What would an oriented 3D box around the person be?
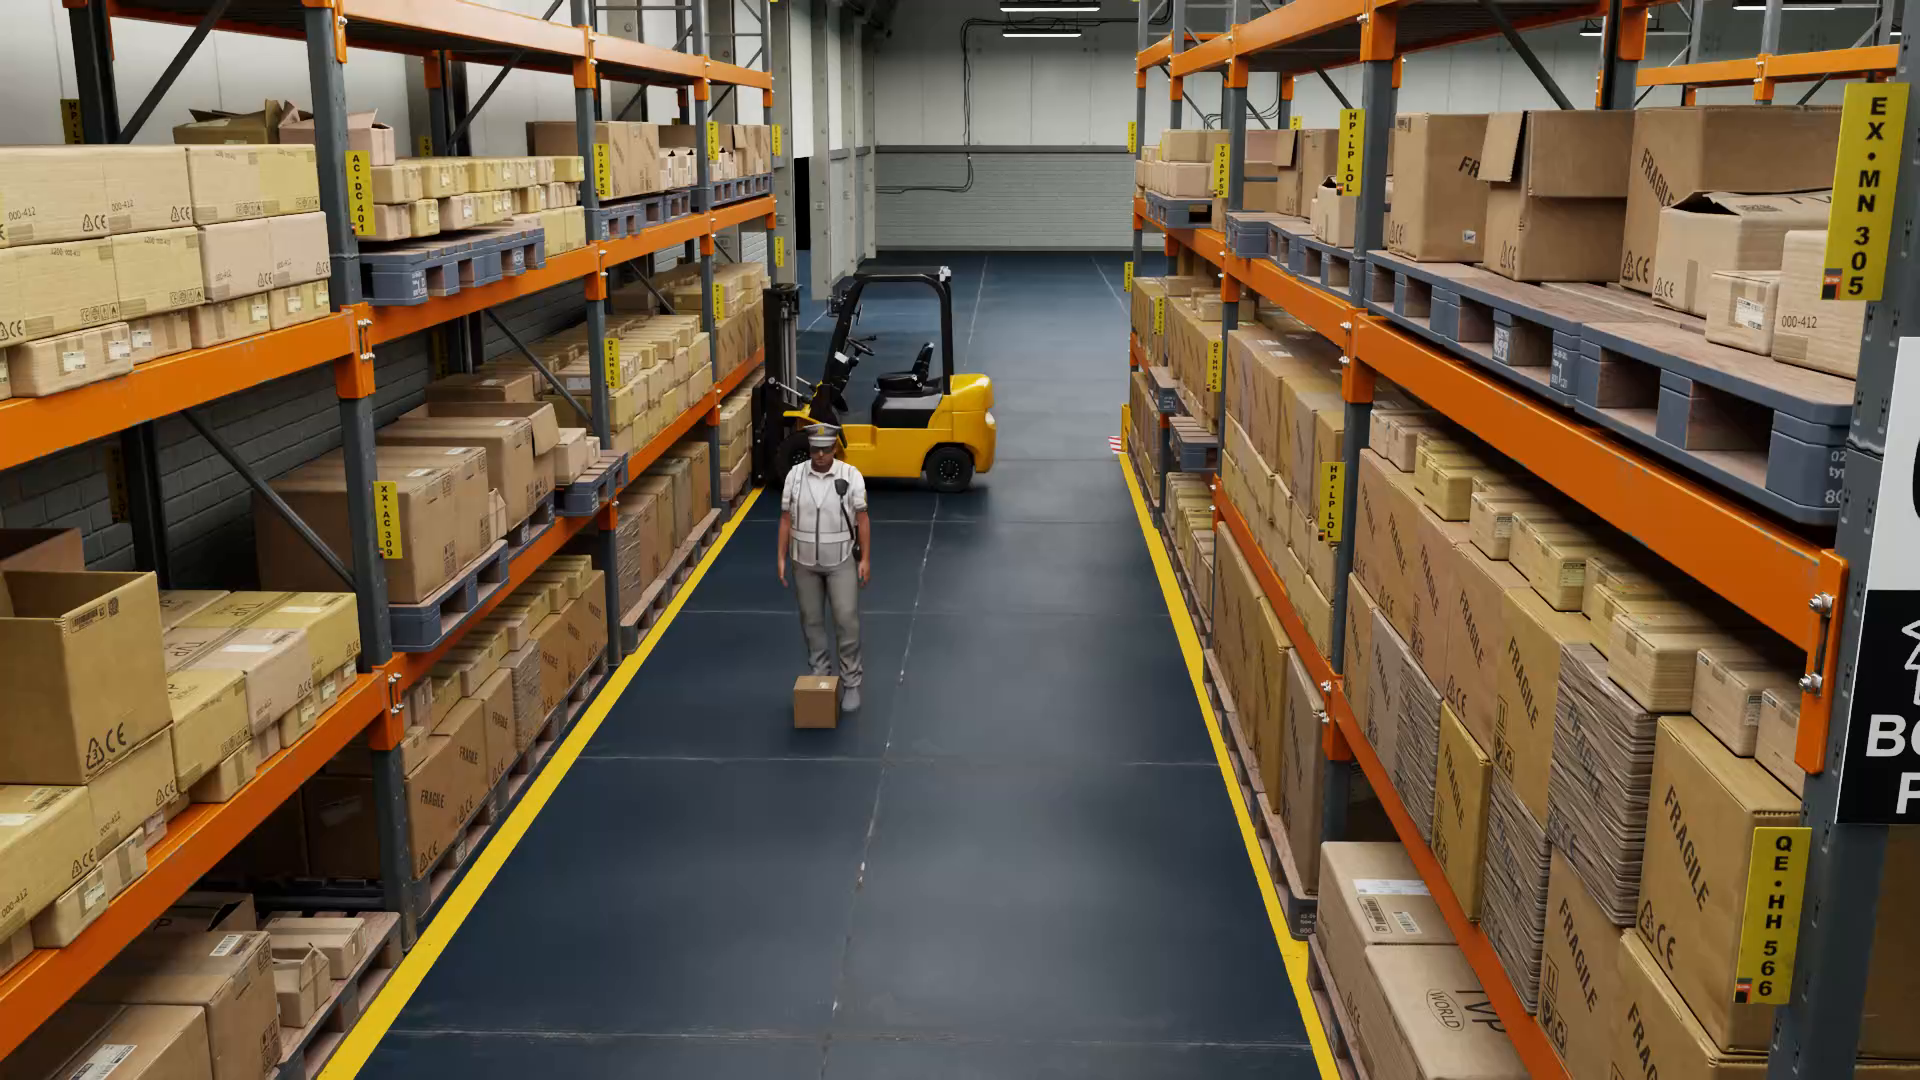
[{"bbox_3d":[-0.865,0.158,10.367,0.581,1.784,0.534,2,14,7],"label":"person"}]
